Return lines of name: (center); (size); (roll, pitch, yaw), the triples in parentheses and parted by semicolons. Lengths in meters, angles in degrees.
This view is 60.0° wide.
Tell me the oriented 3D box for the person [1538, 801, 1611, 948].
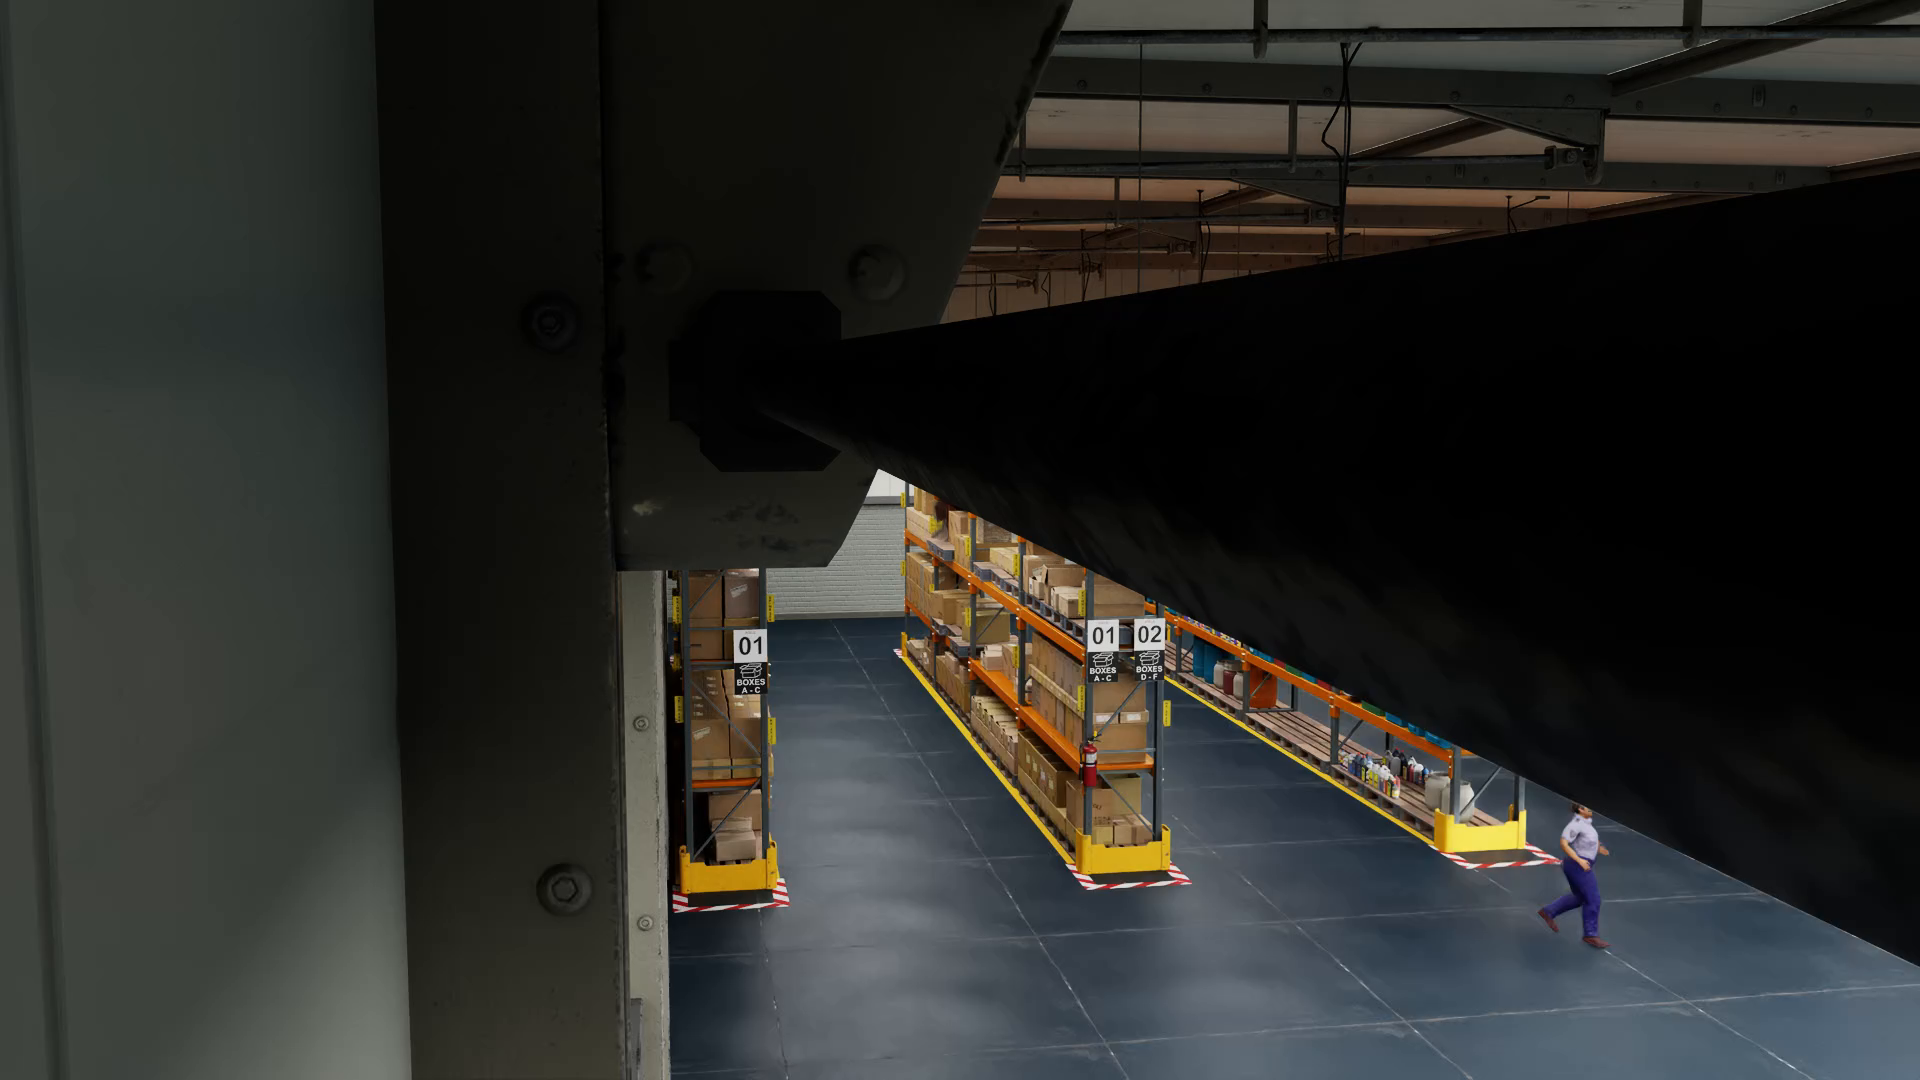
person: (6.789, 3.627, 18.301); (0.754, 1.656, 0.609); (2, 6, 22)
